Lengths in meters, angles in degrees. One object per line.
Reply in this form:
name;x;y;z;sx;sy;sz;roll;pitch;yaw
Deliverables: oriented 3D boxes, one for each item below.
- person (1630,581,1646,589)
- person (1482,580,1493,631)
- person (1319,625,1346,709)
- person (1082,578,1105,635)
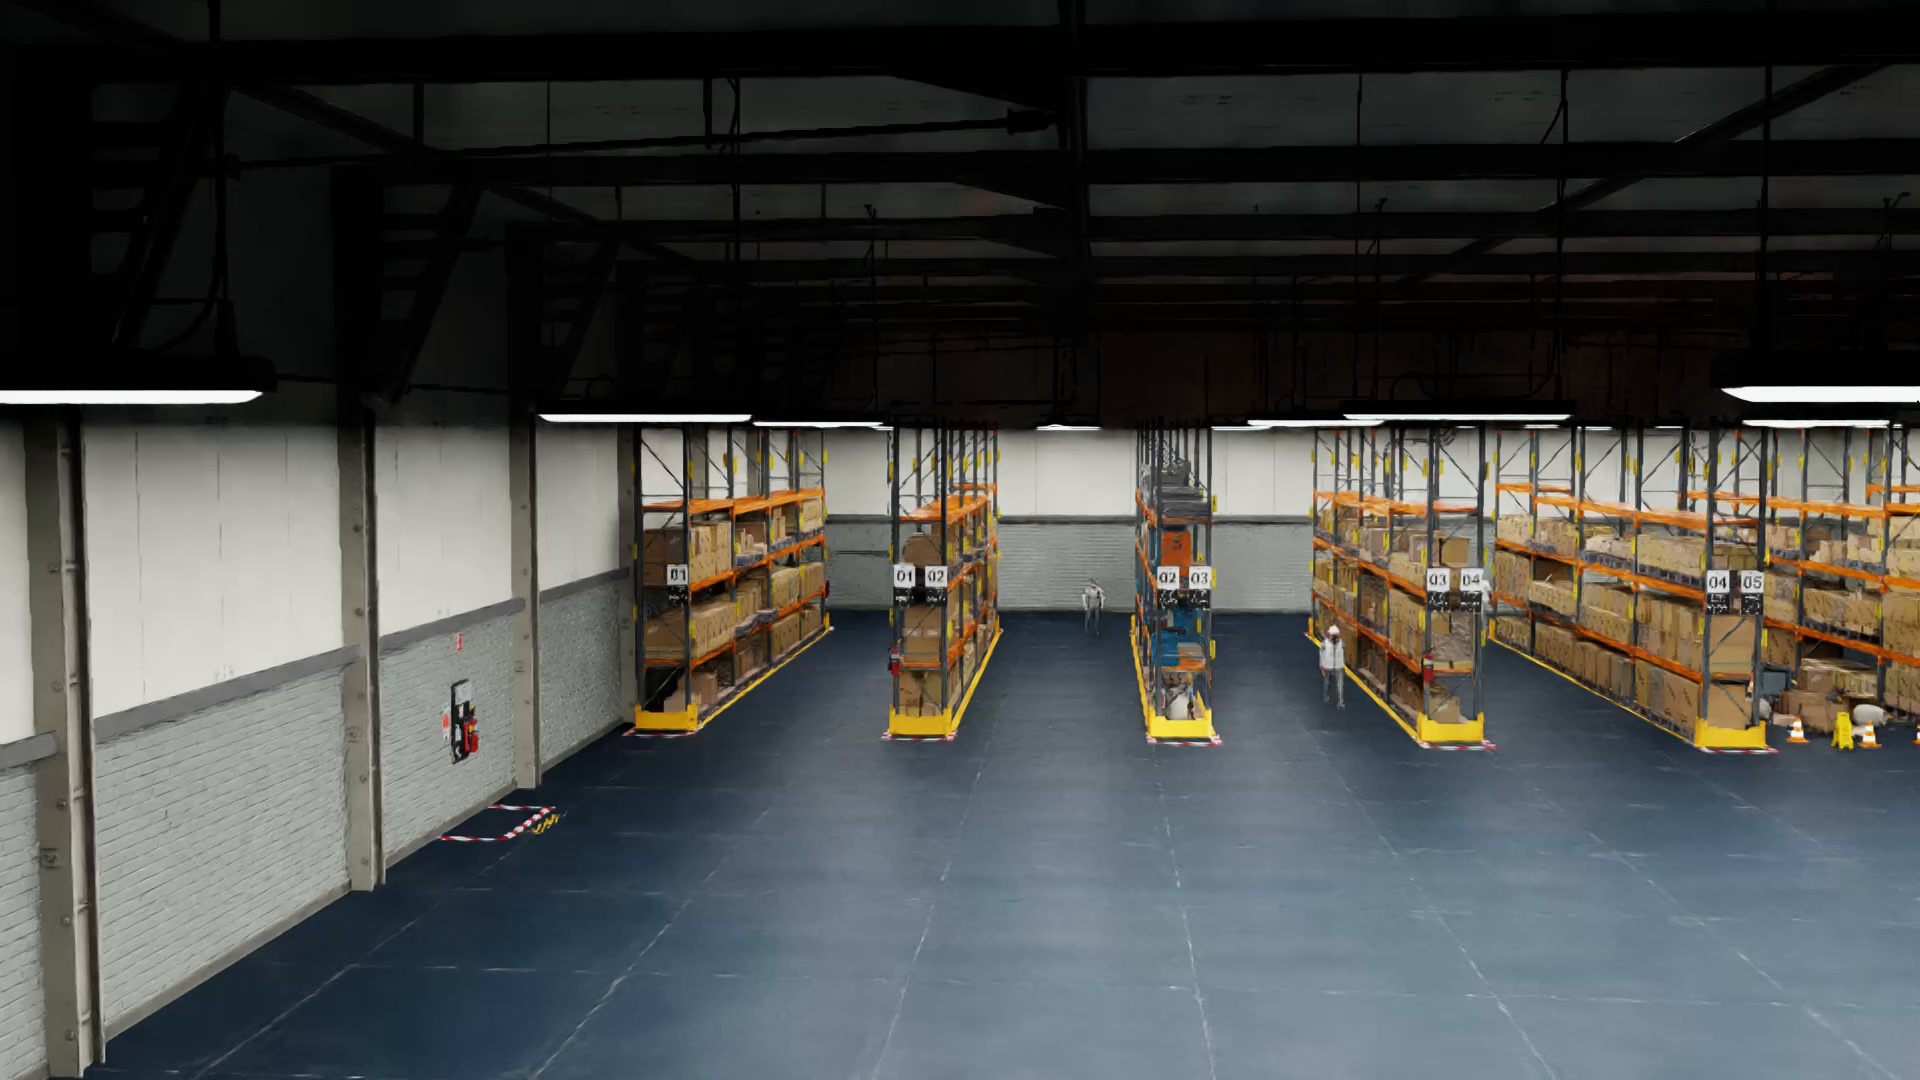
person;19.511;1.736;47.768;0.635;1.738;0.587;-2;4;-30
person;14.882;1.756;47.413;0.516;1.783;0.645;-2;4;-31
person;7.733;2.609;34.519;0.543;1.700;1.115;0;4;7
person;3.753;1.860;46.823;0.639;1.632;0.512;0;4;3
